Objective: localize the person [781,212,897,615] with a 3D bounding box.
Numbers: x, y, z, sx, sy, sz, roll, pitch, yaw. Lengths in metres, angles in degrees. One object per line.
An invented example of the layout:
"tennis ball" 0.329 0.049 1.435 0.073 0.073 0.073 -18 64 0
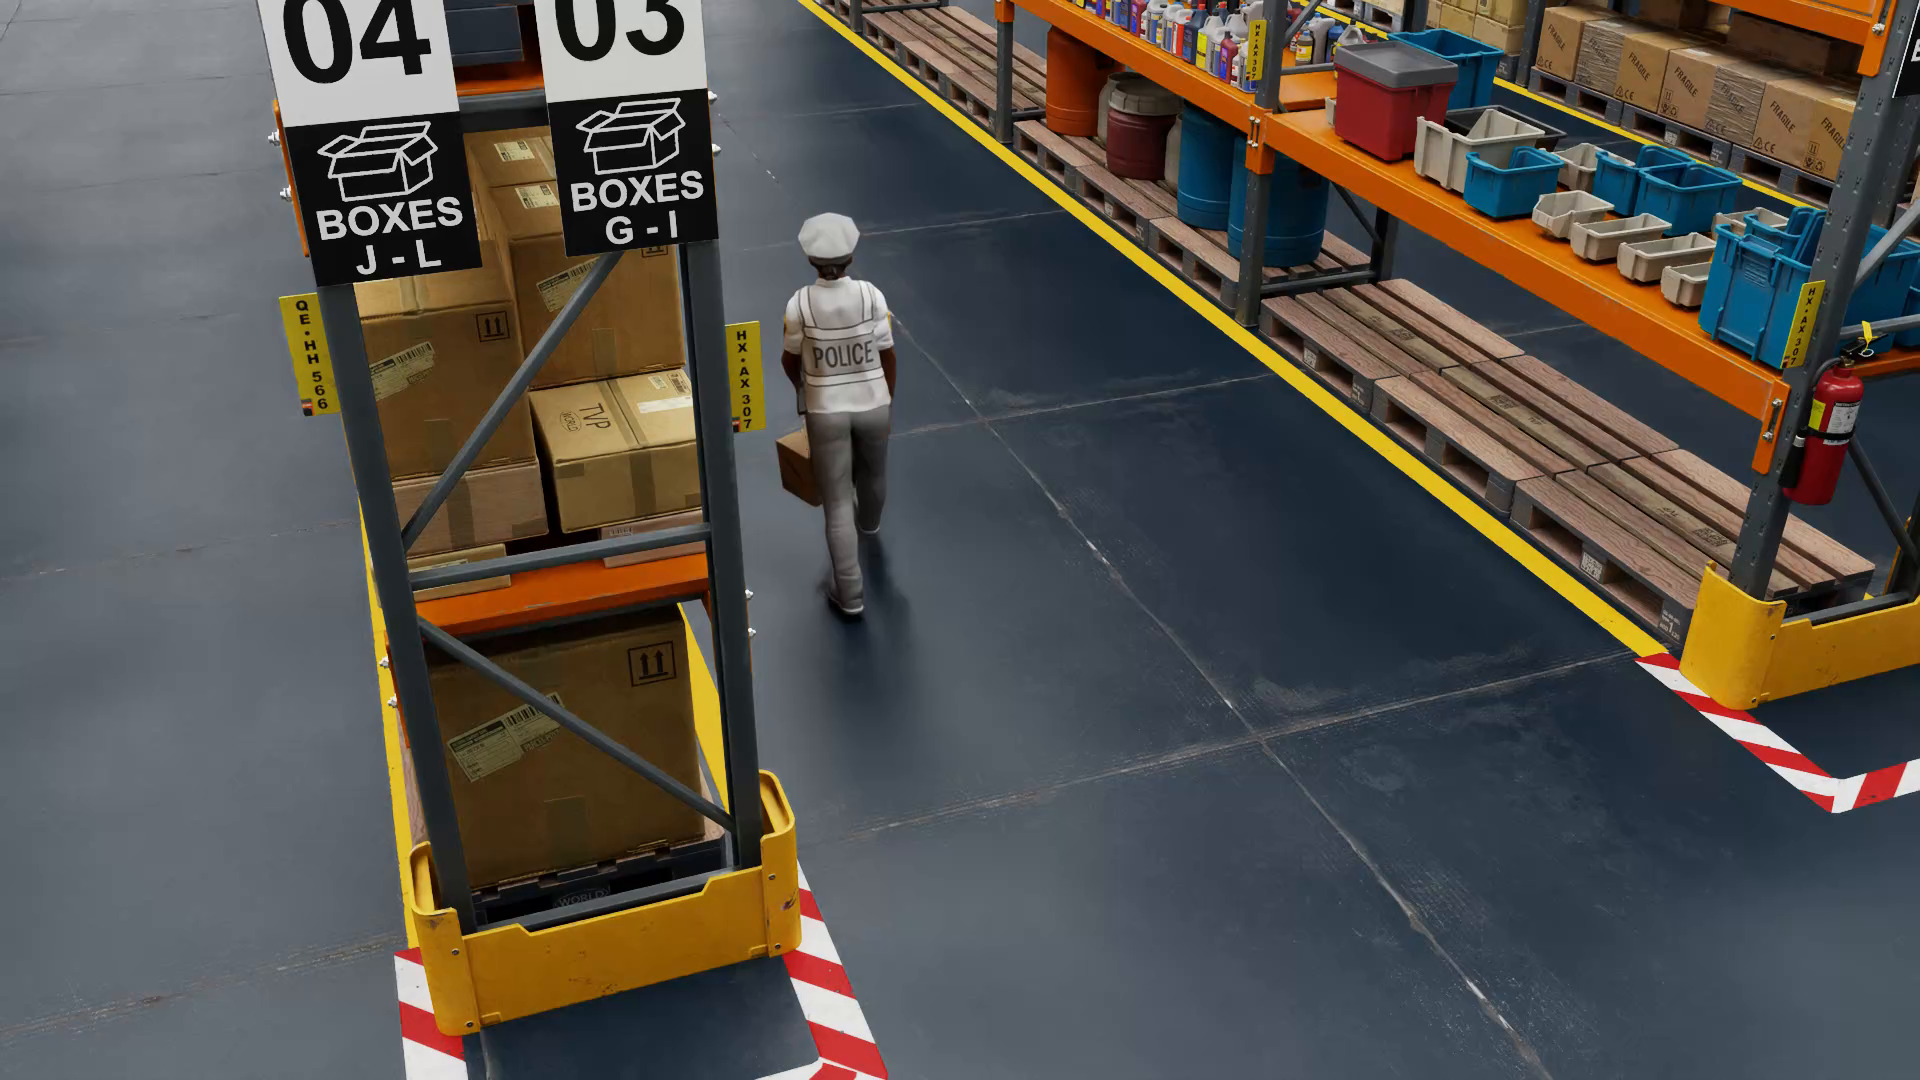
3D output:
"person" -0.520 -0.603 7.153 0.472 1.638 0.944 -7 31 -12
